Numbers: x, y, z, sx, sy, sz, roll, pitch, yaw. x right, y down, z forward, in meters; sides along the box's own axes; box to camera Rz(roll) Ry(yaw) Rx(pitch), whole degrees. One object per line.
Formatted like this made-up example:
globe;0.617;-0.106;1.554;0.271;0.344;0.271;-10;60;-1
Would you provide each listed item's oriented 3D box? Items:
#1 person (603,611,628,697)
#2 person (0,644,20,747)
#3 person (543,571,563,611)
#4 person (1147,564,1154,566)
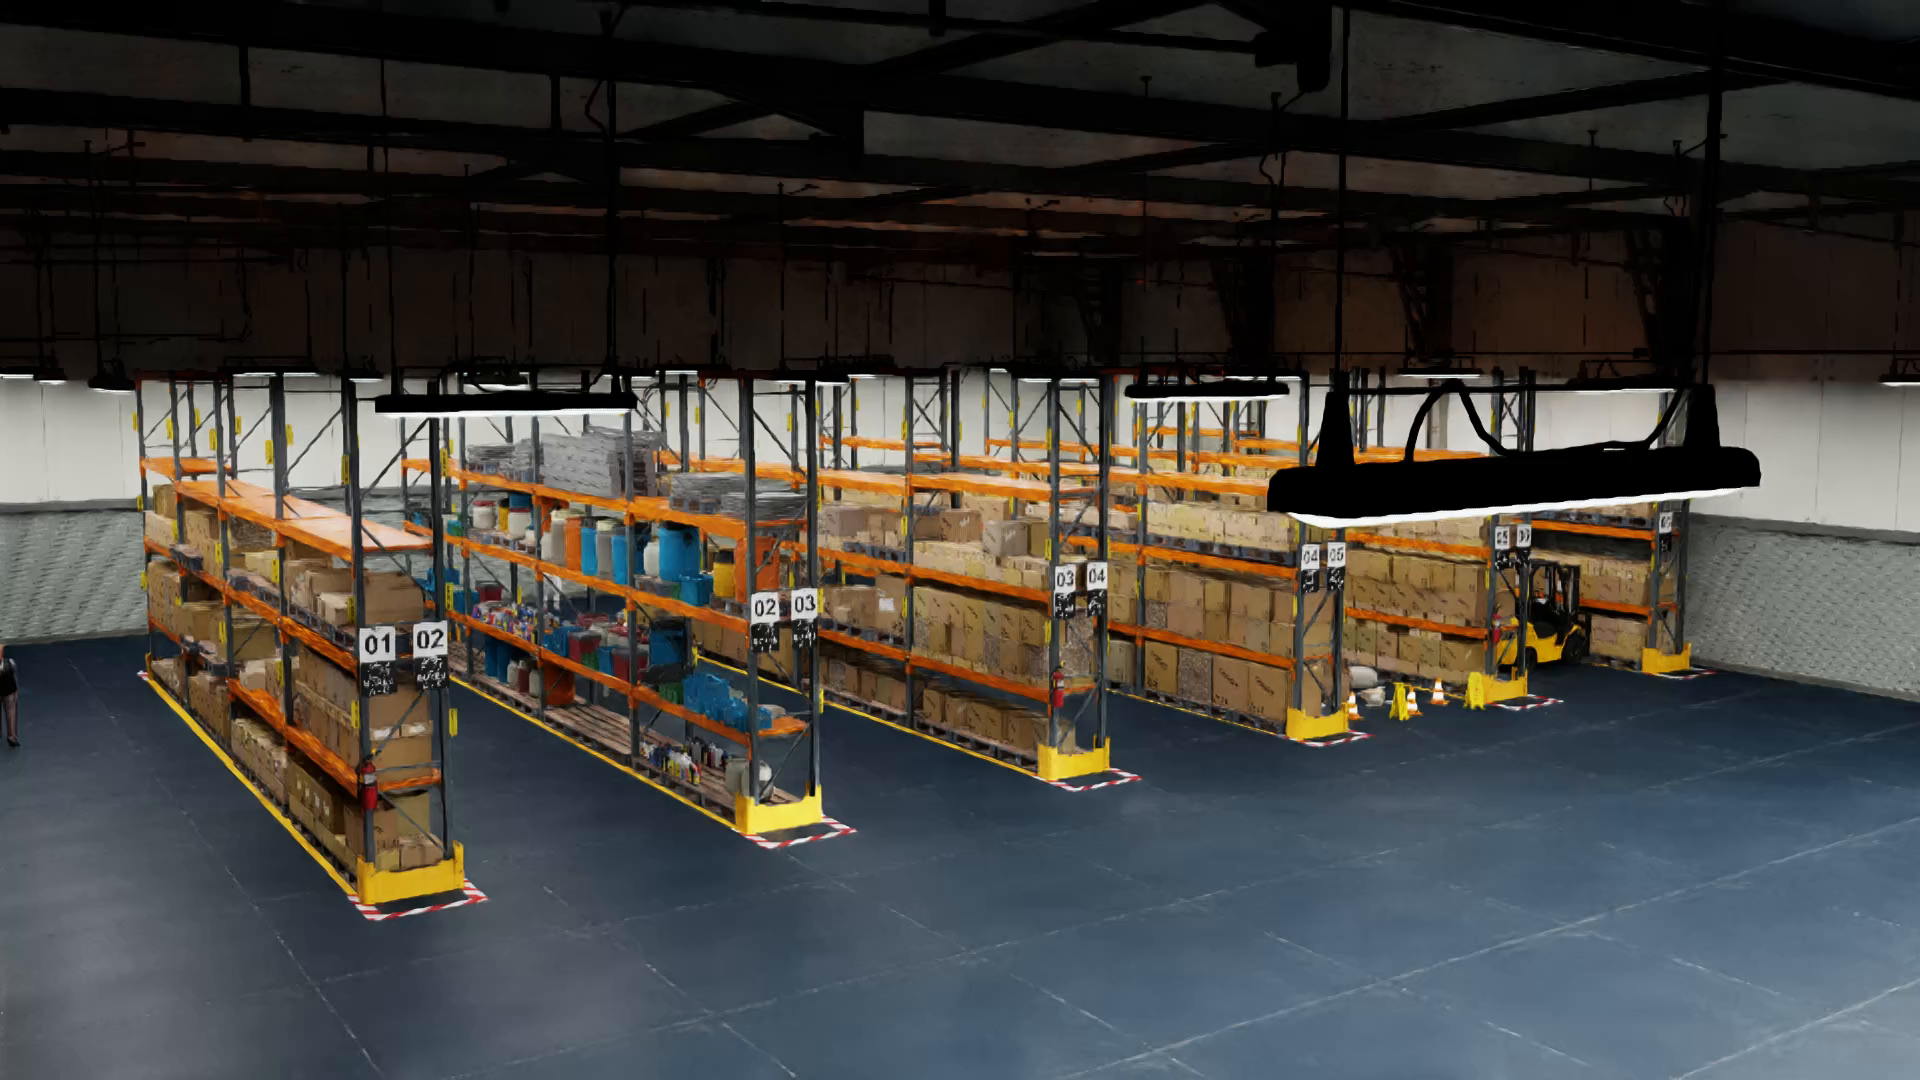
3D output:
person;-6.294;2.088;30.622;0.625;1.611;0.582;-5;8;-36
person;-15.483;2.481;26.806;0.543;1.648;1.115;-4;8;-31
person;-10.020;0.864;40.817;0.711;1.751;0.680;-4;7;-29
person;4.054;1.389;35.843;0.642;1.771;0.693;-1;7;-9
